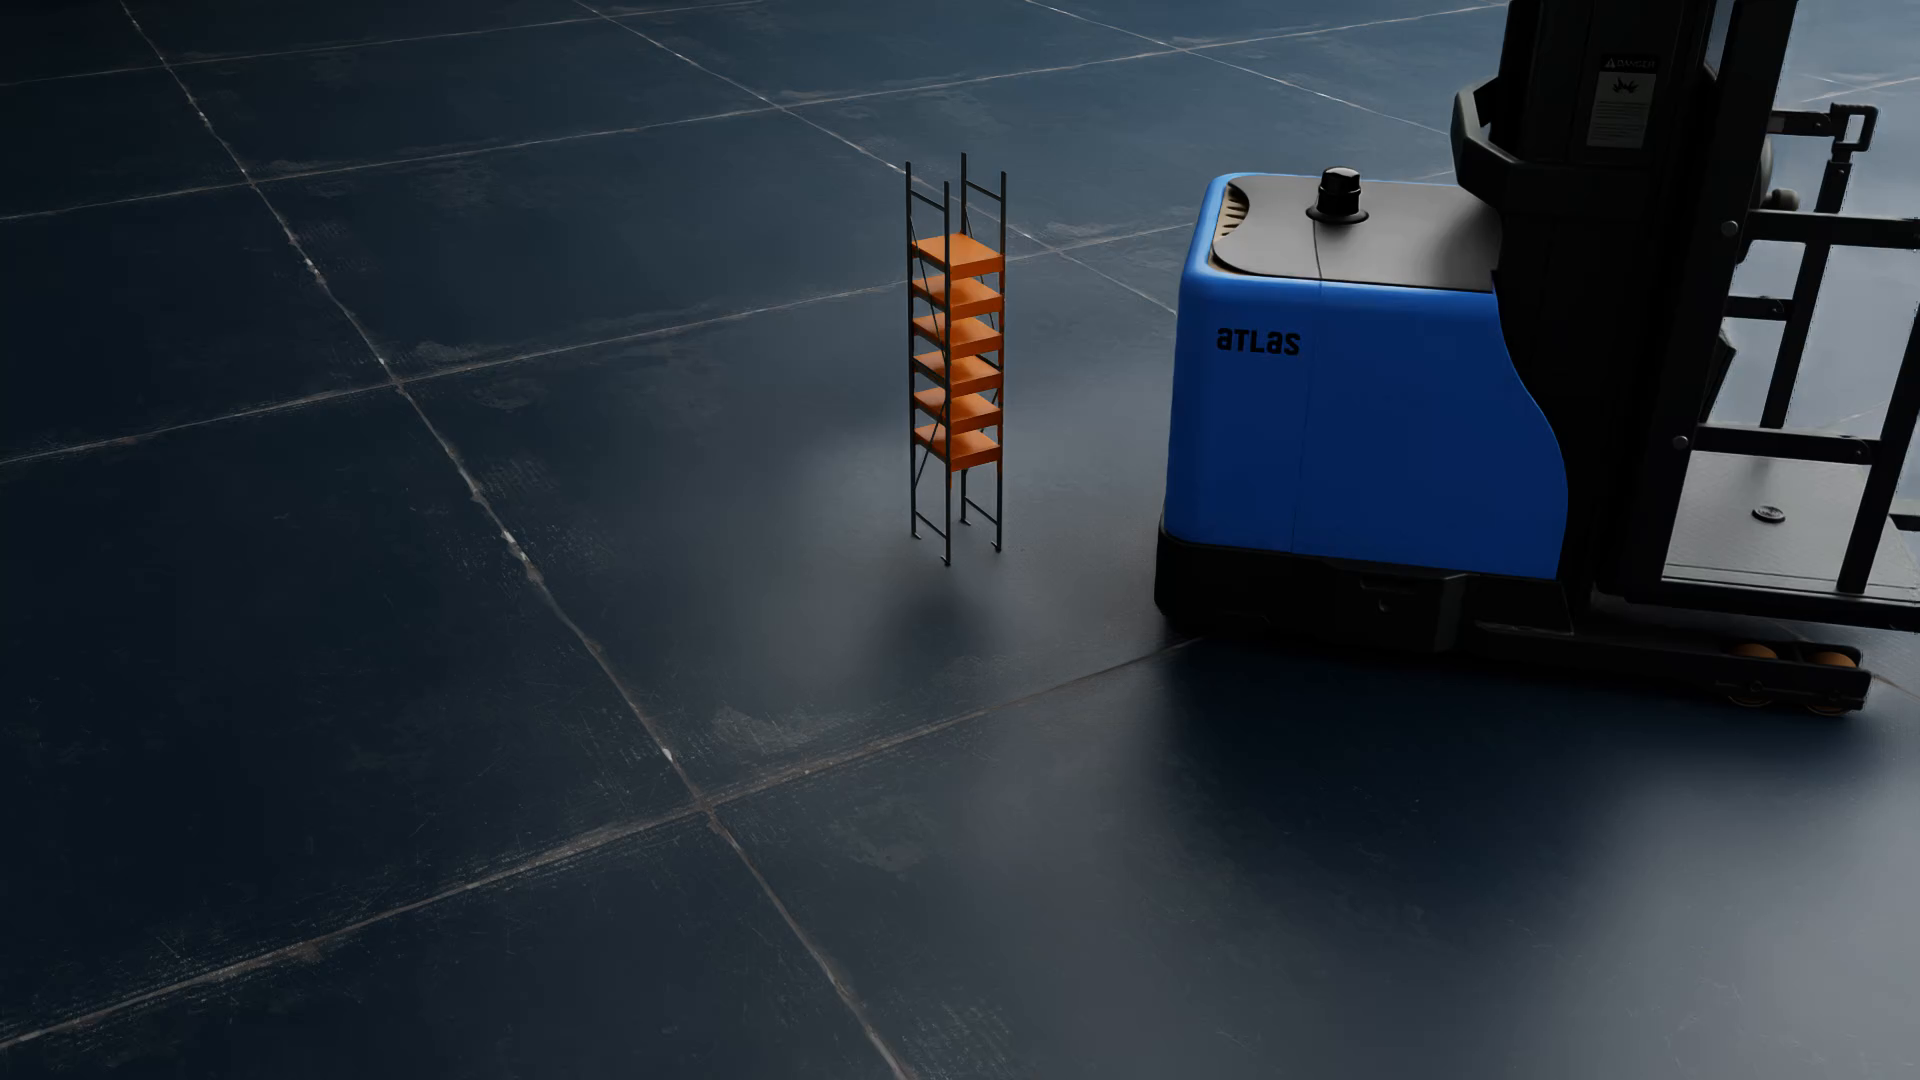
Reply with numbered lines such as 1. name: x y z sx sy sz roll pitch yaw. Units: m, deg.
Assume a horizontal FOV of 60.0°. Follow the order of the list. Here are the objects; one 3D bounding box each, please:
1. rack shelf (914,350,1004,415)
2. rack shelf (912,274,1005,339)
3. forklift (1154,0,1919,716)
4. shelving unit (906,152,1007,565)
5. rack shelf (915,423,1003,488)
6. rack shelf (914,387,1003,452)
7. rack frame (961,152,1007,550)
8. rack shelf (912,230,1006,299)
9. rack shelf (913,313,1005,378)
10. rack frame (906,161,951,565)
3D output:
1. rack shelf: -0.012 -0.483 4.975 0.180 0.103 0.258 -16 33 -26
2. rack shelf: -0.012 -0.693 4.859 0.180 0.103 0.258 -16 33 -26
3. forklift: 2.130 -1.099 4.208 3.031 2.935 1.130 6 29 11
4. shelving unit: -0.012 -0.522 4.954 0.189 1.200 0.258 -16 33 -26
5. rack shelf: -0.012 -0.273 5.091 0.180 0.103 0.258 -16 33 -26
6. rack shelf: -0.012 -0.378 5.033 0.180 0.103 0.258 -16 33 -26
7. rack frame: 0.066 -0.544 4.994 0.006 1.200 0.240 -16 33 -26
8. rack shelf: -0.012 -0.798 4.801 0.180 0.103 0.258 -16 33 -26
9. rack shelf: -0.012 -0.588 4.917 0.180 0.103 0.258 -16 33 -26
10. rack frame: -0.091 -0.499 4.913 0.006 1.200 0.240 -16 33 -26
